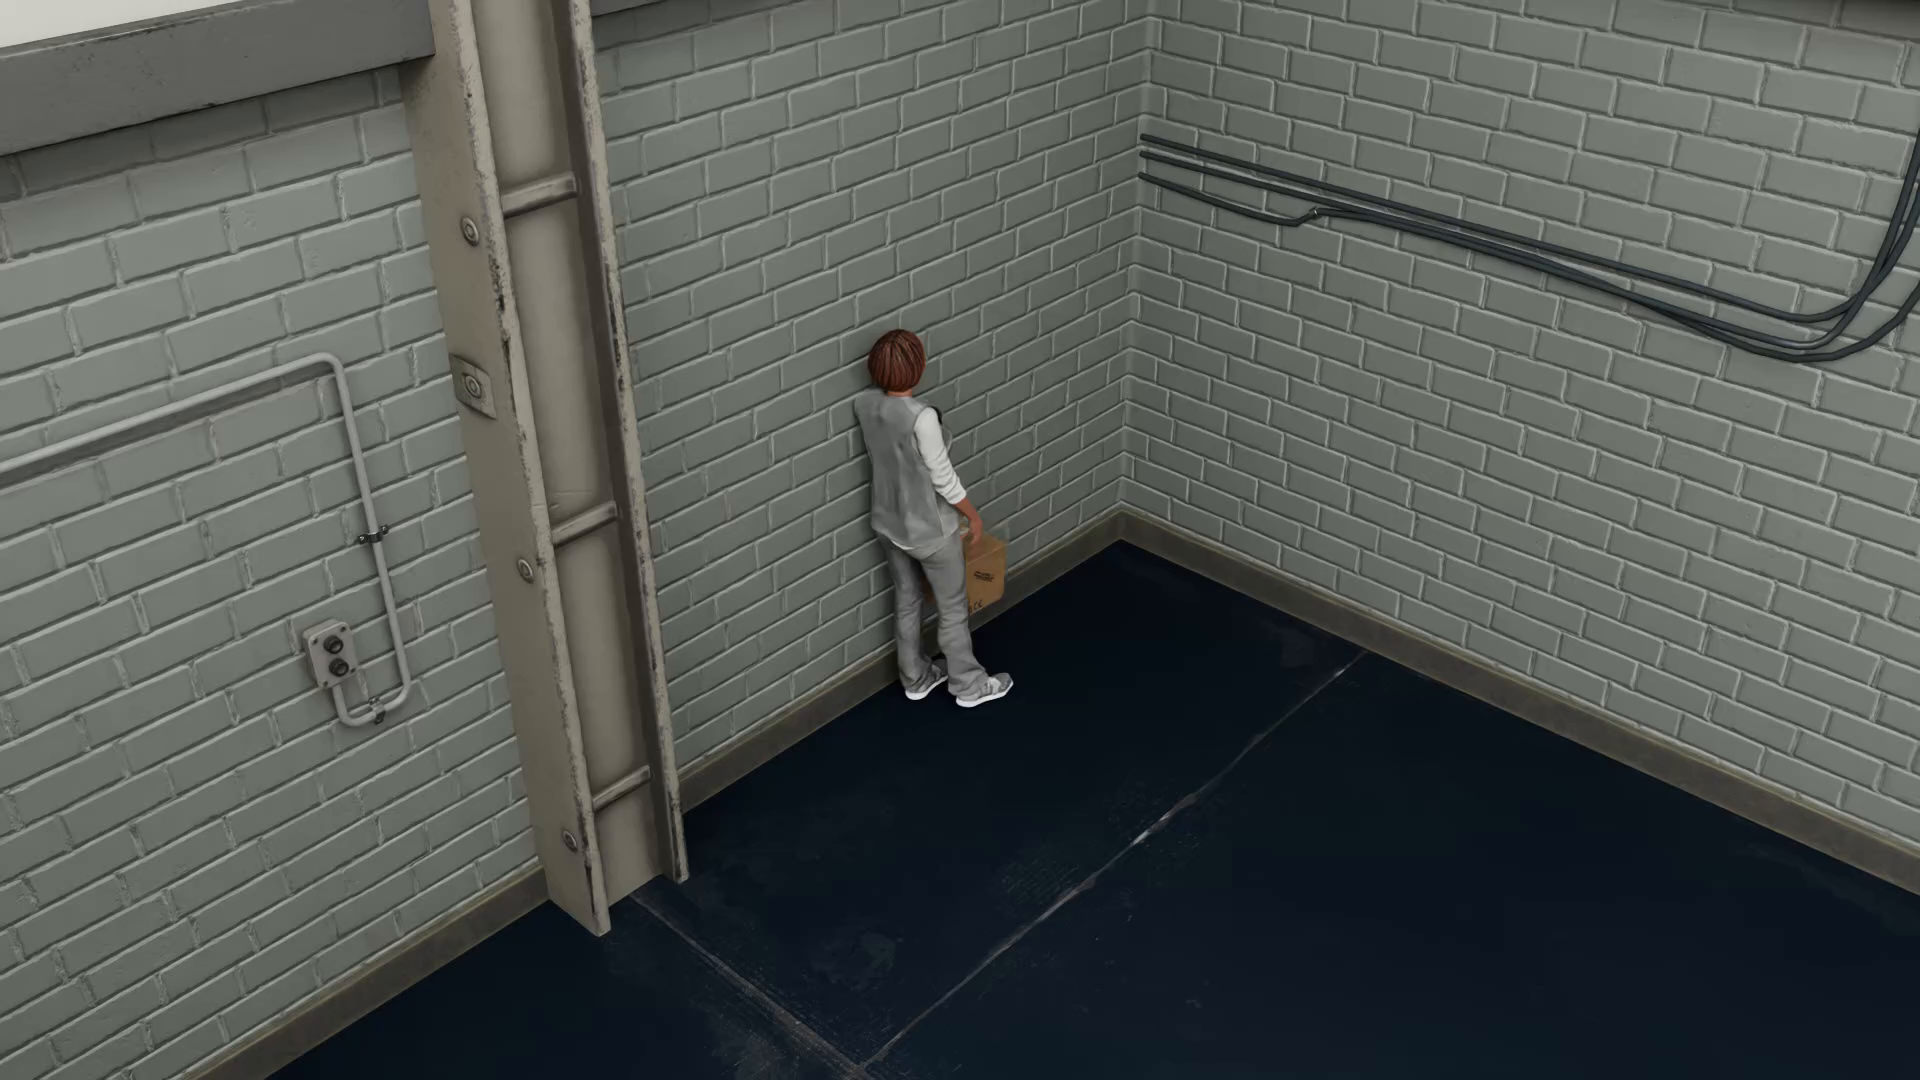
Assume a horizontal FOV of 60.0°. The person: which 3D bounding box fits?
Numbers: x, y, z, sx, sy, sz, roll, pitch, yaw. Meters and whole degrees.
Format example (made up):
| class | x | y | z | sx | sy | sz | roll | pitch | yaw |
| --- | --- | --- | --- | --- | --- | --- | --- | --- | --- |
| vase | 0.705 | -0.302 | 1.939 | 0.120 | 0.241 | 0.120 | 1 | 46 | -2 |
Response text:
| class | x | y | z | sx | sy | sz | roll | pitch | yaw |
| --- | --- | --- | --- | --- | --- | --- | --- | --- | --- |
| person | -0.107 | -0.081 | 6.260 | 0.501 | 1.597 | 0.474 | 26 | 40 | 35 |
